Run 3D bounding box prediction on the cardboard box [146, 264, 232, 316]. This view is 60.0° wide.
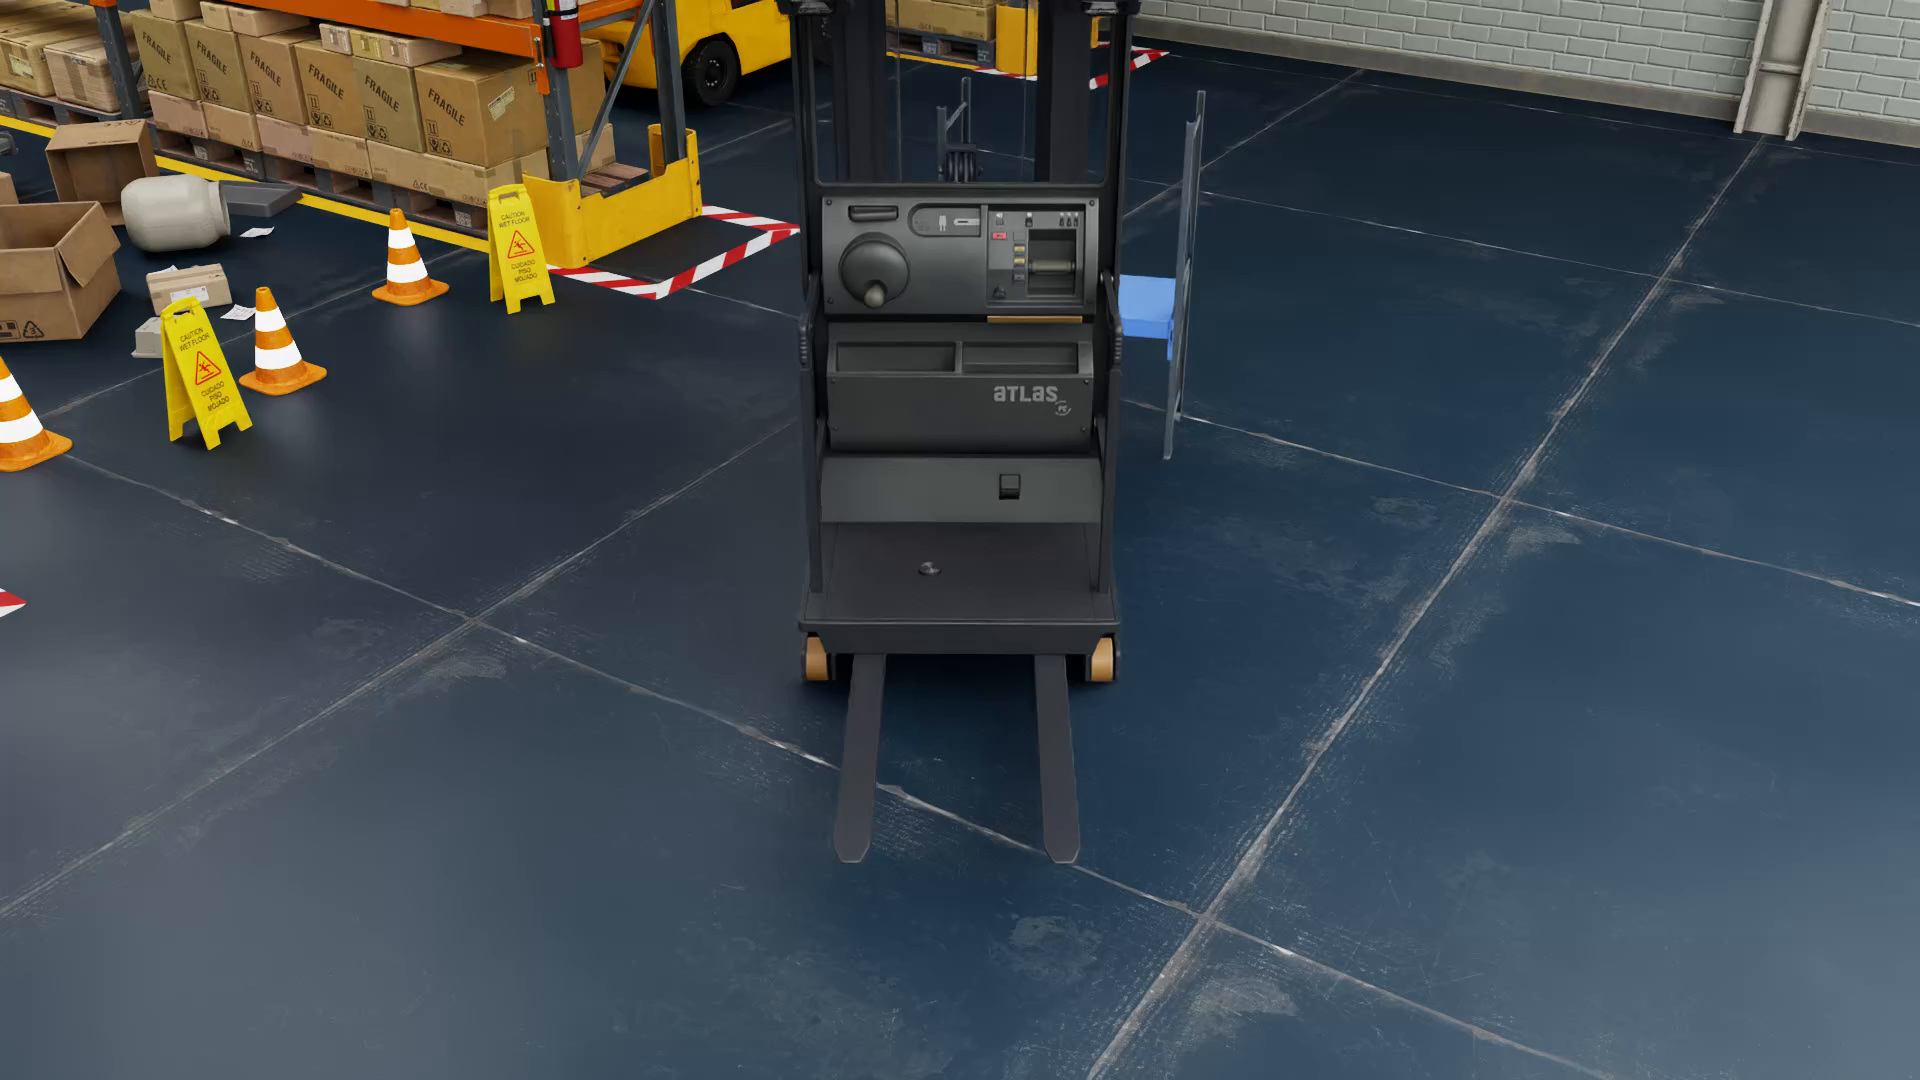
[{"bbox_3d":[-4.127,-1.341,8.901,0.380,0.149,0.250,-15,33,-24],"label":"cardboard box"}]

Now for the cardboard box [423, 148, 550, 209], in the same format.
[{"bbox_3d":[-2.792,-2.186,9.832,0.500,0.250,0.500,17,34,27],"label":"cardboard box"}]

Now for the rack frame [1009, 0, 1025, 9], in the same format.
[{"bbox_3d":[0.692,-5.203,12.692,0.127,3.000,1.000,18,35,27],"label":"rack frame"}]

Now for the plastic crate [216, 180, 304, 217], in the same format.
[{"bbox_3d":[-4.438,-2.124,10.311,0.583,0.080,0.402,6,31,10],"label":"plastic crate"}]

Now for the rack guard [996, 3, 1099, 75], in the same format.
[{"bbox_3d":[0.712,-4.117,13.311,0.348,0.500,1.175,18,35,27],"label":"rack guard"}]

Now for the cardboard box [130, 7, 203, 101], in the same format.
[{"bbox_3d":[-4.975,-3.200,10.826,0.500,0.500,0.500,19,35,30],"label":"cardboard box"}]

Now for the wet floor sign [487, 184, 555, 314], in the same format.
[{"bbox_3d":[-2.352,-1.559,8.782,0.267,0.644,0.232,-21,36,-32],"label":"wet floor sign"}]

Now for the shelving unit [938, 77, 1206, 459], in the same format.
[{"bbox_3d":[0.473,-1.186,7.295,1.048,1.500,0.538,6,31,11],"label":"shelving unit"}]

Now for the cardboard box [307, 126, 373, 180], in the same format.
[{"bbox_3d":[-3.652,-2.459,10.301,0.500,0.250,0.500,16,34,26],"label":"cardboard box"}]

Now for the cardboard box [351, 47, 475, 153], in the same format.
[{"bbox_3d":[-3.205,-2.643,9.872,0.500,0.500,0.500,19,35,29],"label":"cardboard box"}]

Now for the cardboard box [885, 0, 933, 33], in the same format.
[{"bbox_3d":[-0.290,-4.325,13.499,0.500,0.250,0.500,18,35,27],"label":"cardboard box"}]

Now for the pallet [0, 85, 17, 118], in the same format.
[{"bbox_3d":[-7.029,-3.485,12.515,1.213,0.211,1.003,18,35,27],"label":"pallet"}]

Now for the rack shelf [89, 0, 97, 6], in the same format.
[{"bbox_3d":[-7.026,-4.380,11.996,4.000,0.370,1.077,18,35,27],"label":"rack shelf"}]

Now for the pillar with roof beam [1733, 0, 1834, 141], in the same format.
[{"bbox_3d":[3.375,-4.921,6.255,0.400,9.000,9.100,18,35,27],"label":"pillar with roof beam"}]

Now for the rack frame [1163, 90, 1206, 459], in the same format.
[{"bbox_3d":[0.970,-1.131,7.200,0.032,1.500,0.500,6,31,11],"label":"rack frame"}]

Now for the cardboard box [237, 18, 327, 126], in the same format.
[{"bbox_3d":[-4.078,-2.922,10.349,0.500,0.500,0.500,20,36,30],"label":"cardboard box"}]

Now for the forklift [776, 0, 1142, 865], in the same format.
[{"bbox_3d":[0.002,-0.918,5.415,1.130,2.935,3.031,0,30,0],"label":"forklift"}]

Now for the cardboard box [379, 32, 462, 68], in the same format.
[{"bbox_3d":[-3.108,-2.855,9.590,0.250,0.149,0.380,19,35,29],"label":"cardboard box"}]

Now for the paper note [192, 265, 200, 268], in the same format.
[{"bbox_3d":[-4.277,-1.531,9.364,0.123,0.001,0.032,18,35,27],"label":"paper note"}]

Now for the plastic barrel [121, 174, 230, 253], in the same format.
[{"bbox_3d":[-4.498,-1.878,9.549,0.512,0.421,0.421,-9,32,-15],"label":"plastic barrel"}]

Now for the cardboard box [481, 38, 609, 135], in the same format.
[{"bbox_3d":[-2.500,-2.742,10.041,0.500,0.500,0.500,16,34,26],"label":"cardboard box"}]

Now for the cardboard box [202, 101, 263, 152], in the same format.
[{"bbox_3d":[-4.517,-2.738,10.778,0.500,0.250,0.500,20,36,30],"label":"cardboard box"}]

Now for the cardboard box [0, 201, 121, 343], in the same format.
[{"bbox_3d":[-4.777,-1.396,8.643,0.637,0.503,0.797,-4,30,-7],"label":"cardboard box"}]

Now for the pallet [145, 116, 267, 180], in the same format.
[{"bbox_3d":[-4.744,-2.786,11.316,1.213,0.211,1.003,18,35,27],"label":"pallet"}]

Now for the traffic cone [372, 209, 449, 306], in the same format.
[{"bbox_3d":[-2.994,-1.553,8.952,0.334,0.463,0.336,18,35,27],"label":"traffic cone"}]

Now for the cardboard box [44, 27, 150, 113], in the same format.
[{"bbox_3d":[-5.777,-3.341,11.691,0.625,0.372,0.950,18,35,28],"label":"cardboard box"}]

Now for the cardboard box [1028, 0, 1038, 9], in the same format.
[{"bbox_3d":[0.380,-4.412,13.648,0.500,0.250,0.500,18,35,28],"label":"cardboard box"}]

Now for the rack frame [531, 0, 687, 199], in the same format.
[{"bbox_3d":[-1.944,-3.084,9.059,0.127,3.000,1.000,18,35,27],"label":"rack frame"}]

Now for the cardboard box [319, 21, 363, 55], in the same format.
[{"bbox_3d":[-3.541,-2.995,9.830,0.250,0.149,0.380,19,35,29],"label":"cardboard box"}]

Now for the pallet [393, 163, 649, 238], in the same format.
[{"bbox_3d":[-2.677,-2.132,10.196,1.213,0.211,1.003,18,35,27],"label":"pallet"}]

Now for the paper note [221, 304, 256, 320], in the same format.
[{"bbox_3d":[-3.803,-1.205,8.785,0.142,0.019,0.148,6,31,10],"label":"paper note"}]

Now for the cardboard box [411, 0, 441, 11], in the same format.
[{"bbox_3d":[-2.854,-3.083,9.306,0.250,0.149,0.380,17,34,27],"label":"cardboard box"}]

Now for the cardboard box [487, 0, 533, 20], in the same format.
[{"bbox_3d":[-2.374,-2.984,9.138,0.250,0.149,0.380,19,35,29],"label":"cardboard box"}]

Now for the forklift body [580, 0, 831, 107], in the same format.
[{"bbox_3d":[-1.884,-4.566,12.442,1.214,2.155,2.313,18,35,27],"label":"forklift body"}]

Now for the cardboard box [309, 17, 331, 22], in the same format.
[{"bbox_3d":[-3.823,-3.157,10.753,0.500,0.500,0.500,20,36,30],"label":"cardboard box"}]

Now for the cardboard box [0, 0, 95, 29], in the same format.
[{"bbox_3d":[-6.978,-3.718,12.337,0.625,0.372,0.950,19,35,29],"label":"cardboard box"}]

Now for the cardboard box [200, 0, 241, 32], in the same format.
[{"bbox_3d":[-4.465,-3.284,10.326,0.250,0.149,0.380,19,35,29],"label":"cardboard box"}]
